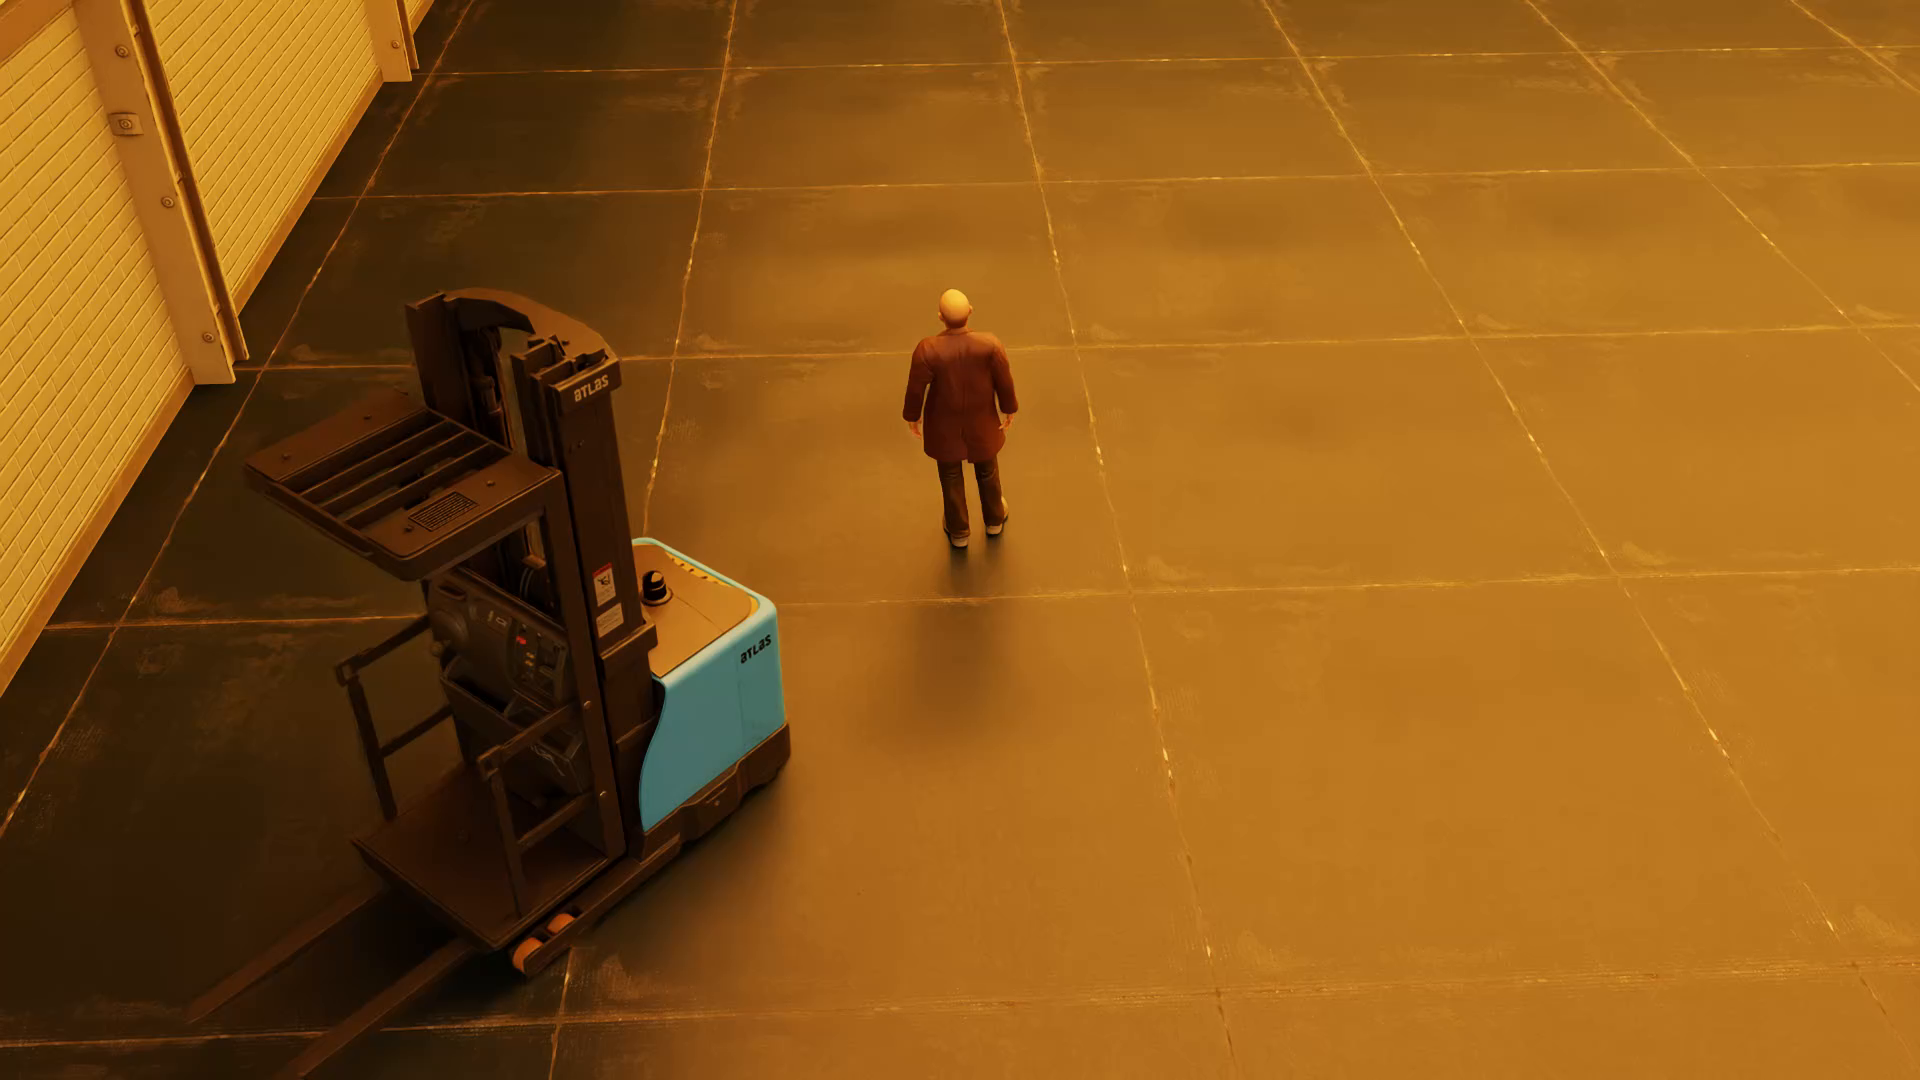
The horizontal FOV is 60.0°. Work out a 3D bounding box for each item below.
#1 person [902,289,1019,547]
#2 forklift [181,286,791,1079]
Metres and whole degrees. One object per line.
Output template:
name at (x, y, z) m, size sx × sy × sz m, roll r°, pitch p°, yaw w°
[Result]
person at (-0.001, -0.779, 10.046) m, size 0.698 × 1.778 × 0.579 m, roll -2°, pitch 36°, yaw -2°
forklift at (-2.204, 0.501, 7.323) m, size 1.130 × 2.935 × 3.031 m, roll 25°, pitch 43°, yaw 30°
